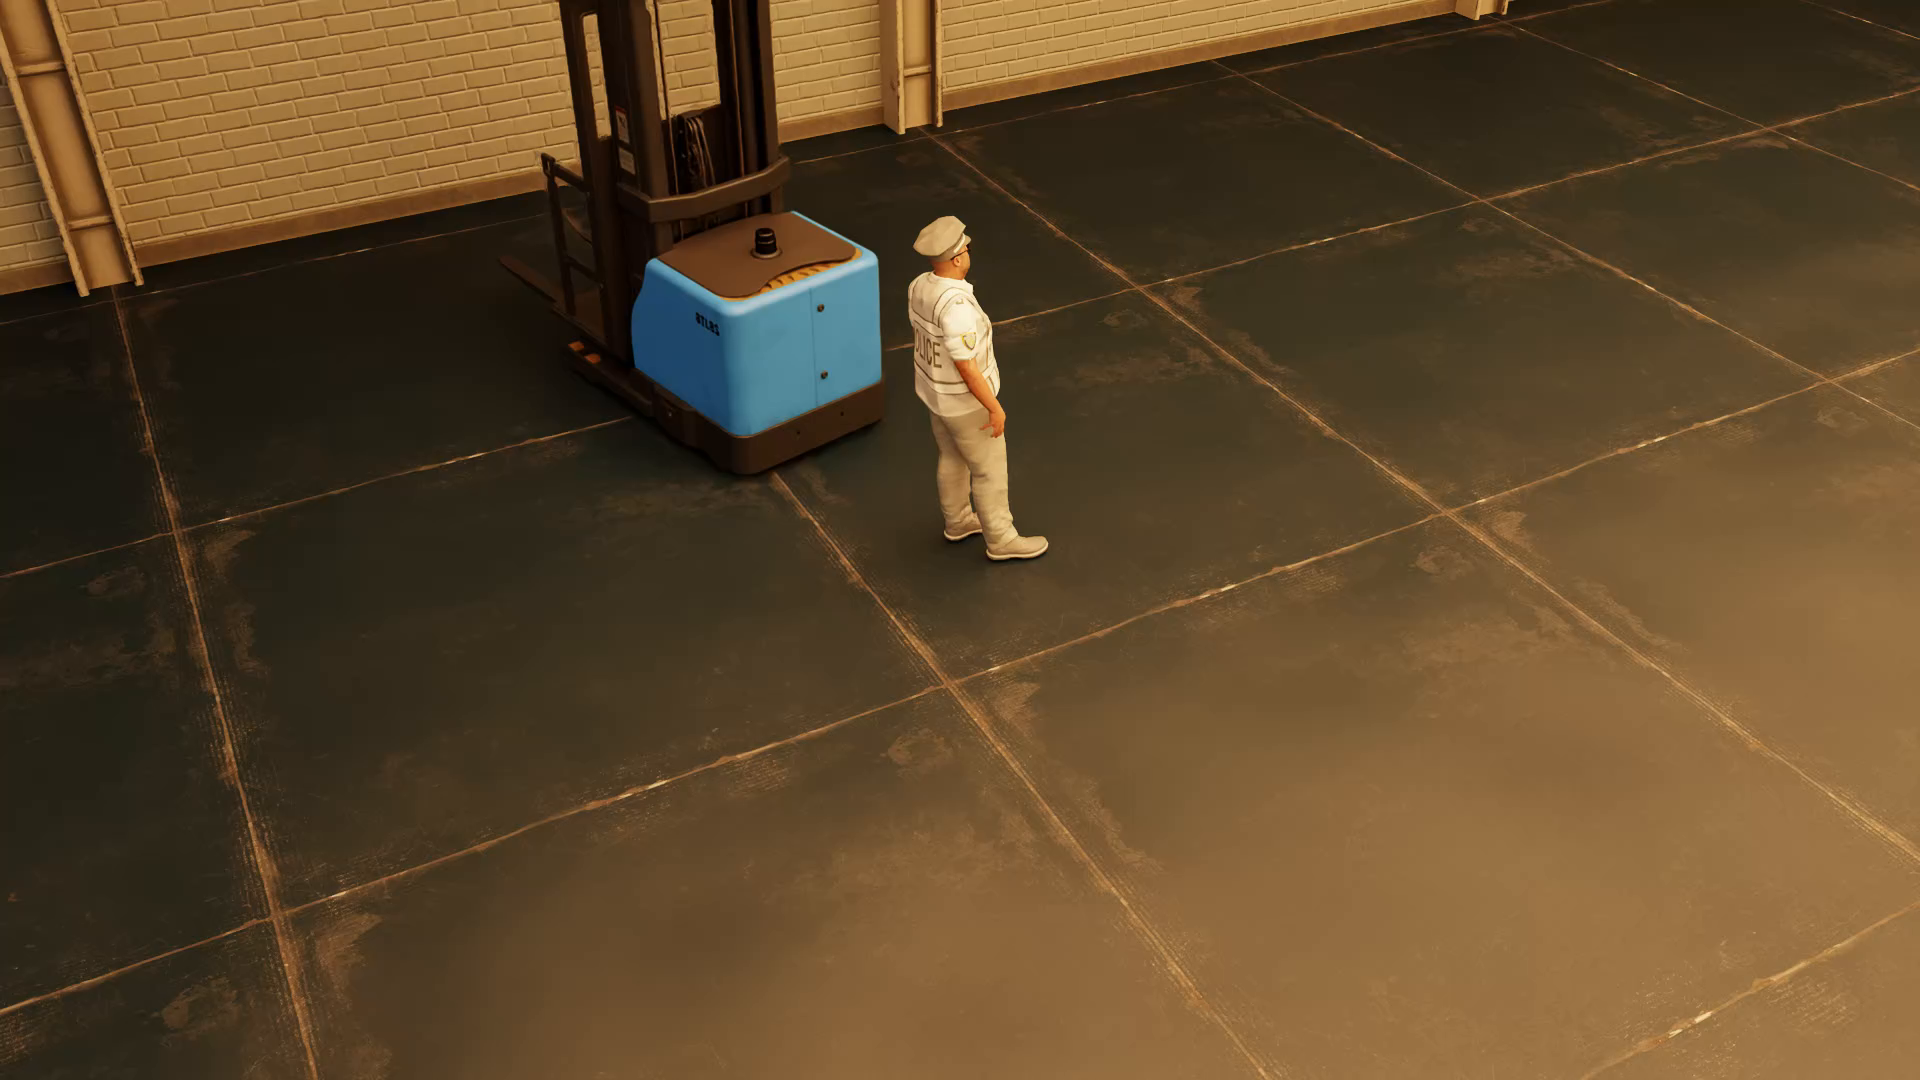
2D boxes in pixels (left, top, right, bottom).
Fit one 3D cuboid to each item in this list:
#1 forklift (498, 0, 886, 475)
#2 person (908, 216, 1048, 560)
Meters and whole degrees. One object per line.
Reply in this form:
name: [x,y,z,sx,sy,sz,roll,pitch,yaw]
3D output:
forklift: [-1.775,-2.324,9.411,1.130,2.935,3.031,-27,43,-32]
person: [0.074,-0.748,8.165,0.575,1.781,0.640,-17,39,-23]
